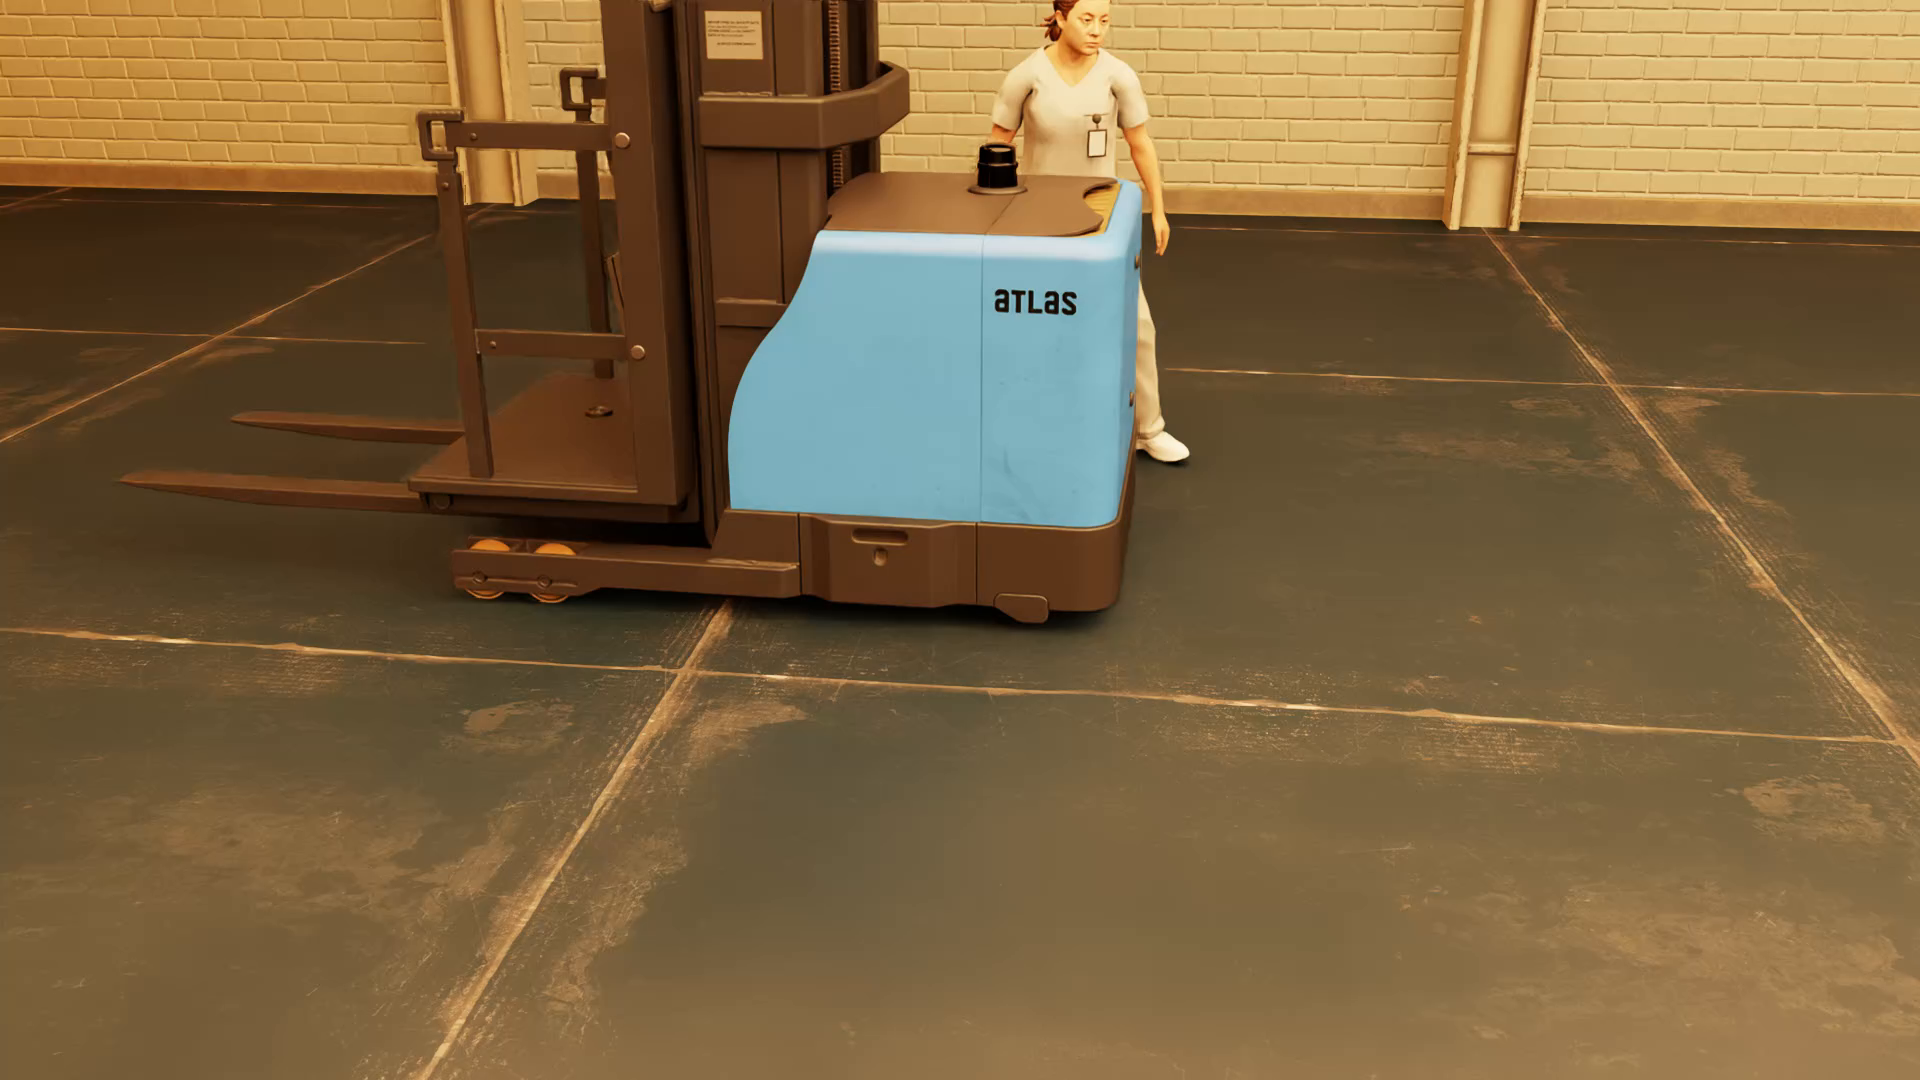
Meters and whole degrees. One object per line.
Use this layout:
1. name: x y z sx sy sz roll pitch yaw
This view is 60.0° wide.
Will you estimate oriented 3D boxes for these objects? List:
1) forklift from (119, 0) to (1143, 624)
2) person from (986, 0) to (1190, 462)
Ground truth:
1. forklift: -1.000 -1.371 4.657 3.031 2.935 1.130 3 22 8
2. person: 0.417 -1.080 5.669 0.768 1.647 0.369 -1 22 -3
